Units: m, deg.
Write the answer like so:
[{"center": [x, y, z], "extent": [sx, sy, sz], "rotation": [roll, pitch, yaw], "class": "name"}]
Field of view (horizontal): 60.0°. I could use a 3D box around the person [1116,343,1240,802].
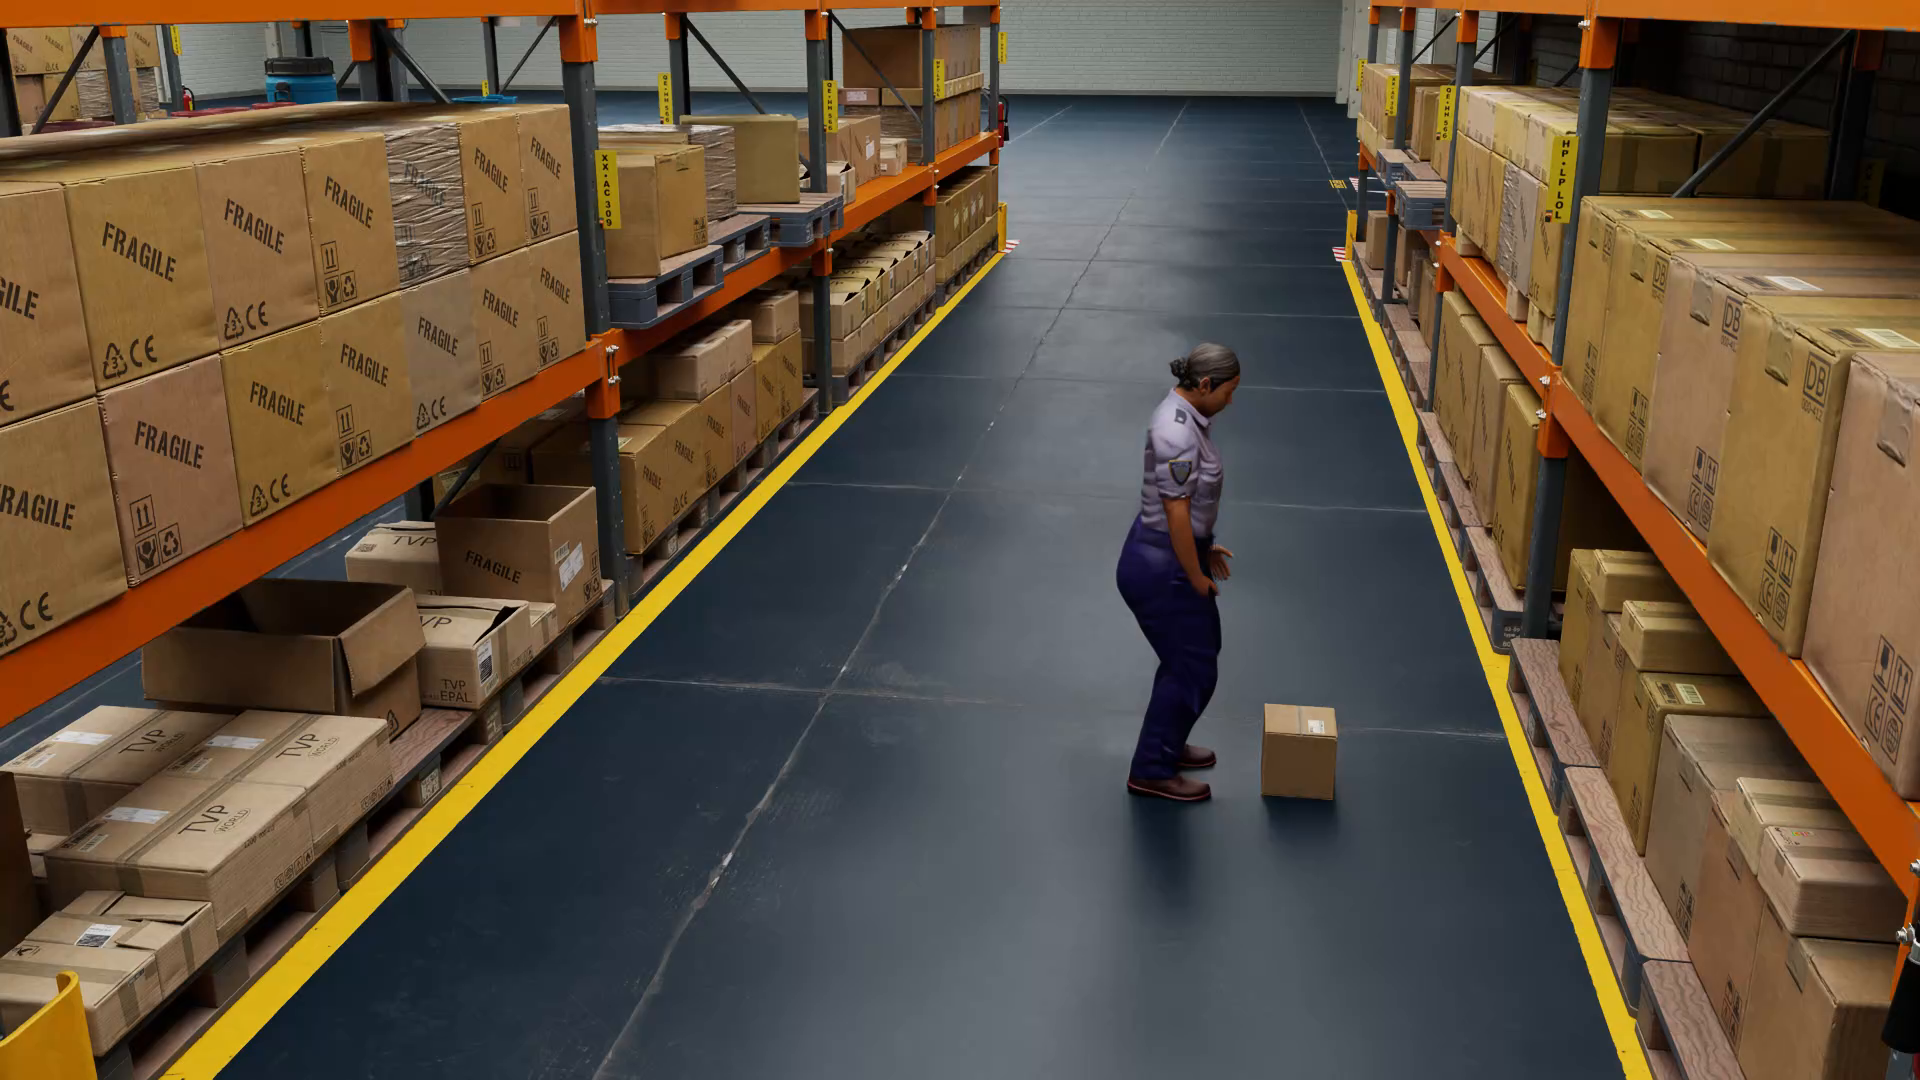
[{"center": [0.760, 0.097, 5.867], "extent": [0.396, 1.607, 0.496], "rotation": [3, 18, 10], "class": "person"}]
